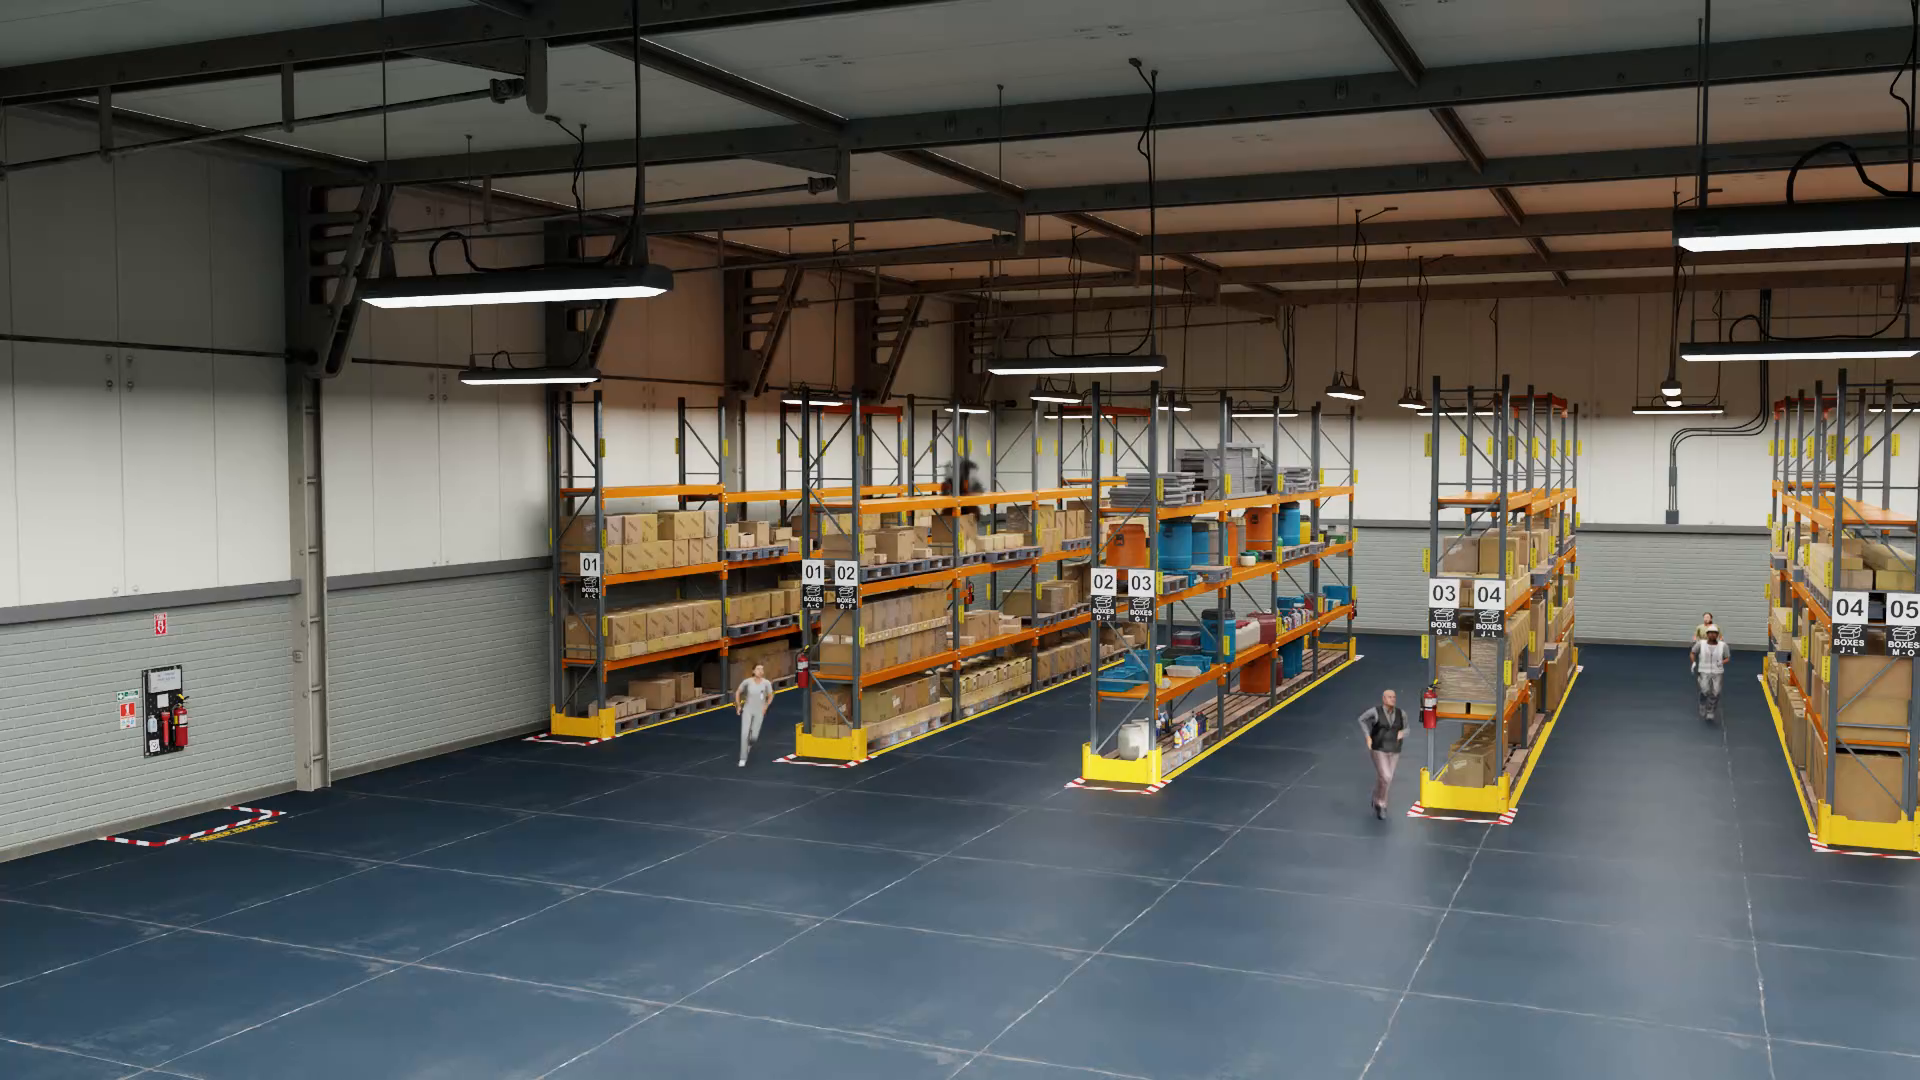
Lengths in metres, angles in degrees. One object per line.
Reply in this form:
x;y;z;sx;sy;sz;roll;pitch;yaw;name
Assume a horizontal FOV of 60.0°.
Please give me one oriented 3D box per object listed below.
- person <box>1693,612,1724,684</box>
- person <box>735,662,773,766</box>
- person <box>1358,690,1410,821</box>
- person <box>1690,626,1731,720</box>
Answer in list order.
15.411;2.304;34.245;0.580;1.645;0.647;2;4;27;person
-3.275;2.746;26.489;0.603;1.624;0.637;0;3;-9;person
5.771;2.900;22.562;0.648;1.753;0.730;-1;3;-10;person
13.731;2.436;30.409;0.670;1.737;0.613;1;3;19;person
